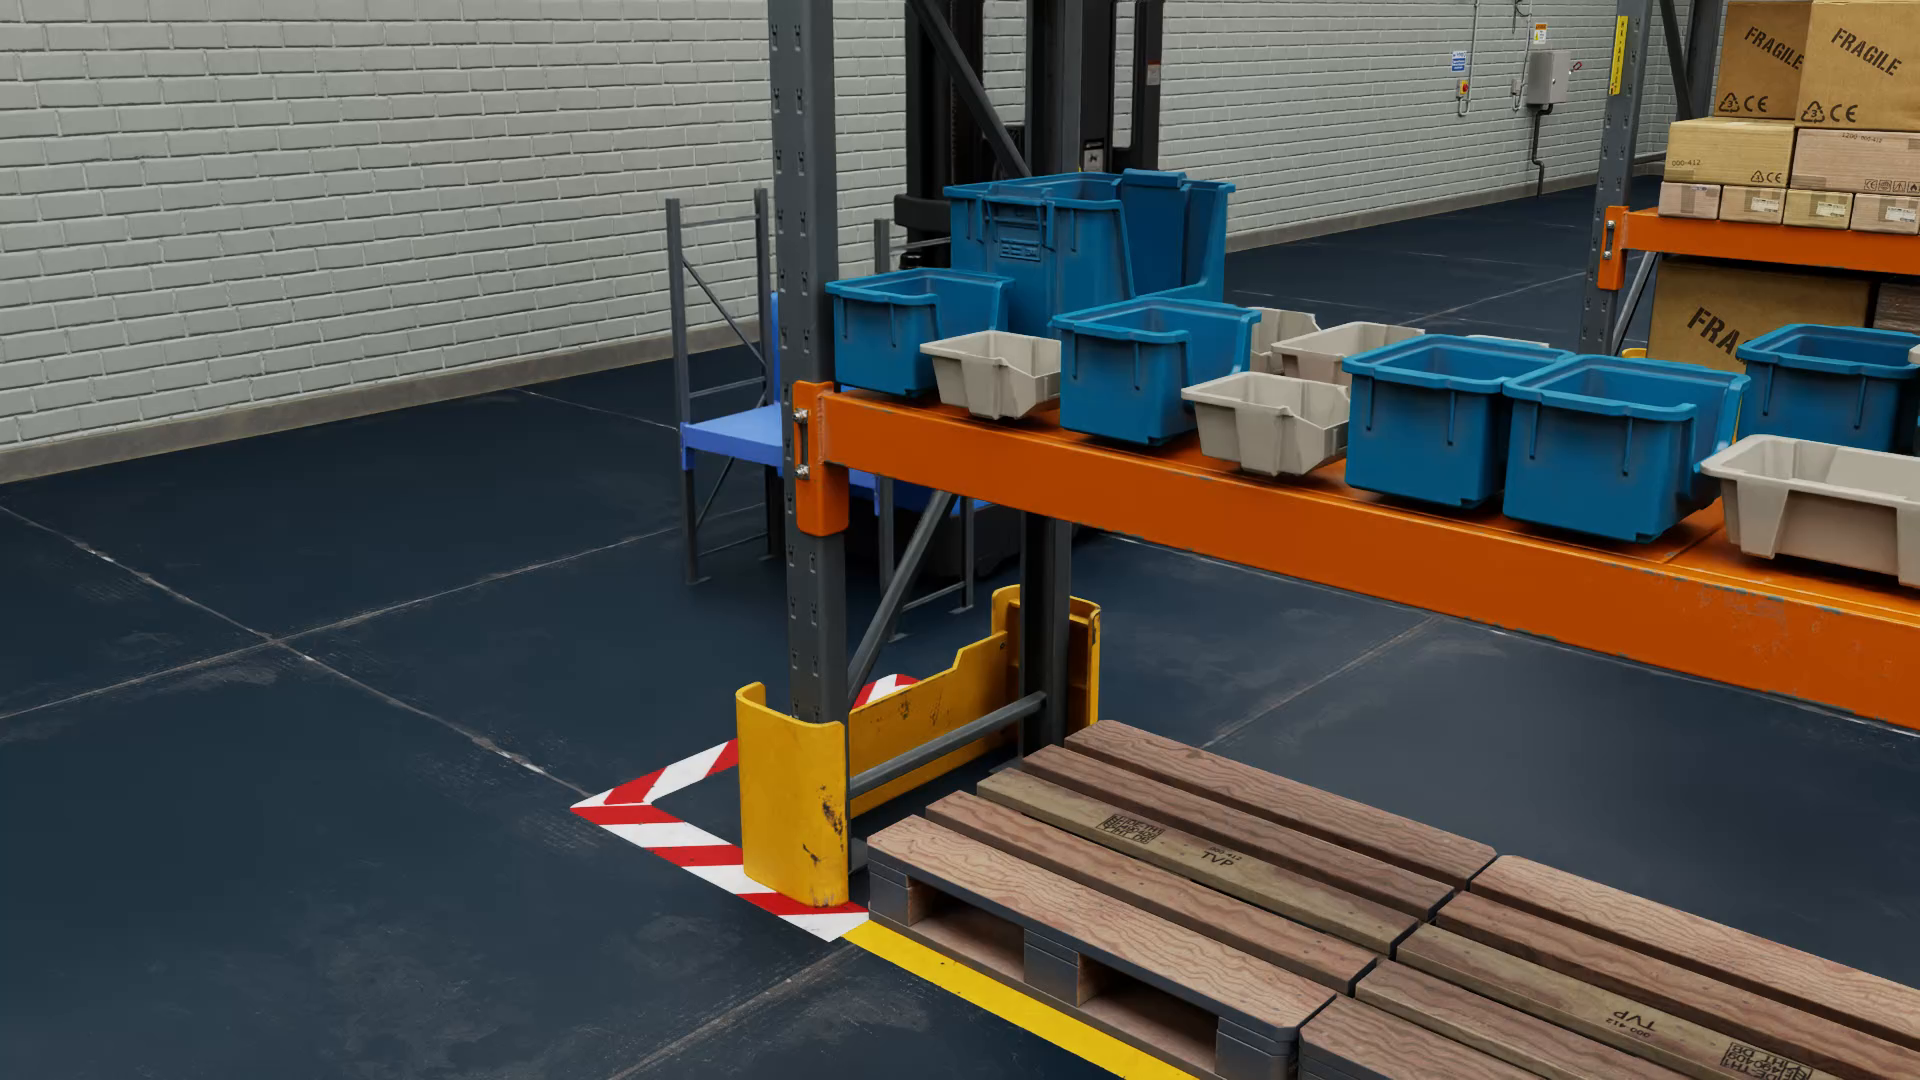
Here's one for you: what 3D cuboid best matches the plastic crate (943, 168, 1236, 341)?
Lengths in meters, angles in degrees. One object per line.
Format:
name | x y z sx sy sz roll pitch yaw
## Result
plastic crate | 0.320 -0.678 4.132 0.499 0.435 0.616 15 23 39

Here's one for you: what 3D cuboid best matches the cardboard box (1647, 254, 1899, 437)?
cardboard box | 3.765 -0.855 7.666 0.875 0.875 0.875 15 23 39

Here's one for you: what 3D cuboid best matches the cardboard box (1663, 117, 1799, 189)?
cardboard box | 3.413 -1.691 7.238 0.500 0.250 0.500 14 23 38

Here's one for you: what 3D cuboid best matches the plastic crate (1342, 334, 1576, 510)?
plastic crate | 0.897 -0.218 3.018 0.300 0.233 0.416 15 23 39

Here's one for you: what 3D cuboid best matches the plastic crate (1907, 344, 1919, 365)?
plastic crate | 1.918 -0.175 2.801 0.530 0.282 0.437 15 23 39

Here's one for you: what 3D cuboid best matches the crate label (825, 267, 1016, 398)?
crate label | -0.088 -0.482 3.851 0.303 0.233 0.416 15 23 39

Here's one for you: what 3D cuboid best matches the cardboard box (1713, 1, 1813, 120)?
cardboard box | 3.773 -2.168 7.500 0.500 0.500 0.500 15 23 40

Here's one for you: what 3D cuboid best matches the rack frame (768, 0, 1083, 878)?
rack frame | -0.054 -0.658 4.225 0.127 3.000 1.000 15 23 39

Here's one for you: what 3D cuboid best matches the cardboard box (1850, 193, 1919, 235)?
cardboard box | 3.861 -1.358 6.847 0.250 0.149 0.380 15 23 38

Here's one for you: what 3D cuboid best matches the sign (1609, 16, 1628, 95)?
sign | 2.861 -2.104 7.221 0.005 0.325 0.100 15 23 39

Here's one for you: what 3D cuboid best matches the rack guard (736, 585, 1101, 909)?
rack guard | -0.081 0.532 4.609 0.348 0.500 1.175 15 23 39

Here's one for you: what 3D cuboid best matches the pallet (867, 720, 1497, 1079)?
pallet | 0.537 0.846 4.098 1.213 0.211 1.003 15 23 39

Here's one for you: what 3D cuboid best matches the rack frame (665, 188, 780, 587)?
rack frame | -0.913 -0.593 6.499 0.032 1.500 0.500 14 22 36

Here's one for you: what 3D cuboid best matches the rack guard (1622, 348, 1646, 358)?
rack guard | 3.216 -0.592 8.149 0.348 0.500 1.175 15 23 39

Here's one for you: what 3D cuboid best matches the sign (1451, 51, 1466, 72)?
sign | 5.501 -5.277 18.335 0.001 0.218 0.327 15 23 39

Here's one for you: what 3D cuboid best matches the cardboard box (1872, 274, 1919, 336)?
cardboard box | 4.446 -0.673 7.090 0.875 0.875 0.875 15 23 39

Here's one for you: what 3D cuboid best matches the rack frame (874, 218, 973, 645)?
rack frame | -0.117 -0.401 5.897 0.032 1.500 0.500 14 22 36

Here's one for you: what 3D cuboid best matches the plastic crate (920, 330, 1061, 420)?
plastic crate | 0.097 -0.353 3.603 0.298 0.136 0.250 15 23 39

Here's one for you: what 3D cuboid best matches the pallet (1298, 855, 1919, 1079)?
pallet | 1.445 1.091 3.326 1.213 0.211 1.003 15 23 39

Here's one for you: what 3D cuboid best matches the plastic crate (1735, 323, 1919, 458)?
plastic crate | 1.652 -0.252 3.125 0.300 0.233 0.416 15 23 39

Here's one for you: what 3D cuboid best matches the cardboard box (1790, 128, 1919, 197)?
cardboard box | 3.807 -1.588 6.914 0.500 0.250 0.500 15 23 39

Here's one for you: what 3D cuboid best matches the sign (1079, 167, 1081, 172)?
sign | 0.299 -0.863 4.603 0.005 0.325 0.100 15 23 39

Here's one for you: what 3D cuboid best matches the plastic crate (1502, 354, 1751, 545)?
plastic crate | 1.121 -0.158 2.828 0.300 0.233 0.416 15 23 39

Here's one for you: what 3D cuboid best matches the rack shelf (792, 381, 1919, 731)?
rack shelf | 1.442 0.087 3.069 4.000 0.370 1.077 15 23 39

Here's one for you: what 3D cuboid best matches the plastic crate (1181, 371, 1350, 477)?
plastic crate | 0.605 -0.217 3.174 0.298 0.136 0.250 15 23 39

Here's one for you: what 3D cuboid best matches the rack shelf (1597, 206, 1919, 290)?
rack shelf | 4.730 -1.034 6.600 4.000 0.370 1.077 15 23 39

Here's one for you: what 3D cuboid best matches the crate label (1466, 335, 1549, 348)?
crate label | 1.108 -0.326 3.517 0.243 0.136 0.396 15 23 39

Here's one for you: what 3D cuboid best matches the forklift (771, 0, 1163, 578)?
forklift | 0.540 -1.624 7.384 1.130 2.935 3.031 15 23 38

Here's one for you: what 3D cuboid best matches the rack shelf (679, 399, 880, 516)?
rack shelf | -0.515 -0.326 6.253 1.000 0.185 0.538 14 22 36

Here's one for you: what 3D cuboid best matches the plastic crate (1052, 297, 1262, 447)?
plastic crate | 0.405 -0.350 3.434 0.300 0.233 0.416 15 23 39

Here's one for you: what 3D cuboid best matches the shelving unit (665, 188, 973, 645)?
shelving unit | -0.515 -0.497 6.198 1.048 1.500 0.538 14 22 36

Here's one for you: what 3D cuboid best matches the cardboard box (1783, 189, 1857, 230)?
cardboard box | 3.665 -1.410 7.011 0.250 0.149 0.380 14 23 38

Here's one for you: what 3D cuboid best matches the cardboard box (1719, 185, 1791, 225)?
cardboard box | 3.473 -1.461 7.173 0.250 0.149 0.380 15 23 38

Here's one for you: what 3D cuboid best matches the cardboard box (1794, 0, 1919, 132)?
cardboard box | 3.787 -1.948 6.808 0.500 0.500 0.500 14 23 38

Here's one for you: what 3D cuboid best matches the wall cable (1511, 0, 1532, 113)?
wall cable | 6.511 -5.955 19.237 0.122 1.984 0.588 15 23 39

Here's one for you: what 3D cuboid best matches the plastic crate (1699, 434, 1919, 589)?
plastic crate | 1.436 -0.039 2.613 0.466 0.136 0.293 15 23 39

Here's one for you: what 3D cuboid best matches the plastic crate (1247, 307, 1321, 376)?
plastic crate | 0.676 -0.438 3.869 0.243 0.136 0.396 15 23 39

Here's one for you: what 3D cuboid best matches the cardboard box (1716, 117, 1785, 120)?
cardboard box | 3.772 -1.811 7.616 0.500 0.250 0.500 15 23 38

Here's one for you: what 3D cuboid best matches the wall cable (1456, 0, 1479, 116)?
wall cable | 5.579 -5.646 18.213 0.123 1.953 0.585 15 23 39

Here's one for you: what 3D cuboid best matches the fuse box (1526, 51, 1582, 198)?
fuse box | 7.082 -4.979 19.972 0.414 1.711 0.539 15 23 39

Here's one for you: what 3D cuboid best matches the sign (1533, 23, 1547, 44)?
sign | 6.891 -6.016 19.744 0.001 0.242 0.339 15 23 39

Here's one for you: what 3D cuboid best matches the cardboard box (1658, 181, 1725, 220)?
cardboard box | 3.280 -1.513 7.334 0.250 0.149 0.380 15 23 40

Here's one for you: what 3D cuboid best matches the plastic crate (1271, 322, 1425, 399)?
plastic crate | 0.883 -0.376 3.676 0.243 0.136 0.396 15 23 39

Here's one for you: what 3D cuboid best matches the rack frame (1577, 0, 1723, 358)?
rack frame | 3.234 -1.778 7.756 0.127 3.000 1.000 15 23 39
